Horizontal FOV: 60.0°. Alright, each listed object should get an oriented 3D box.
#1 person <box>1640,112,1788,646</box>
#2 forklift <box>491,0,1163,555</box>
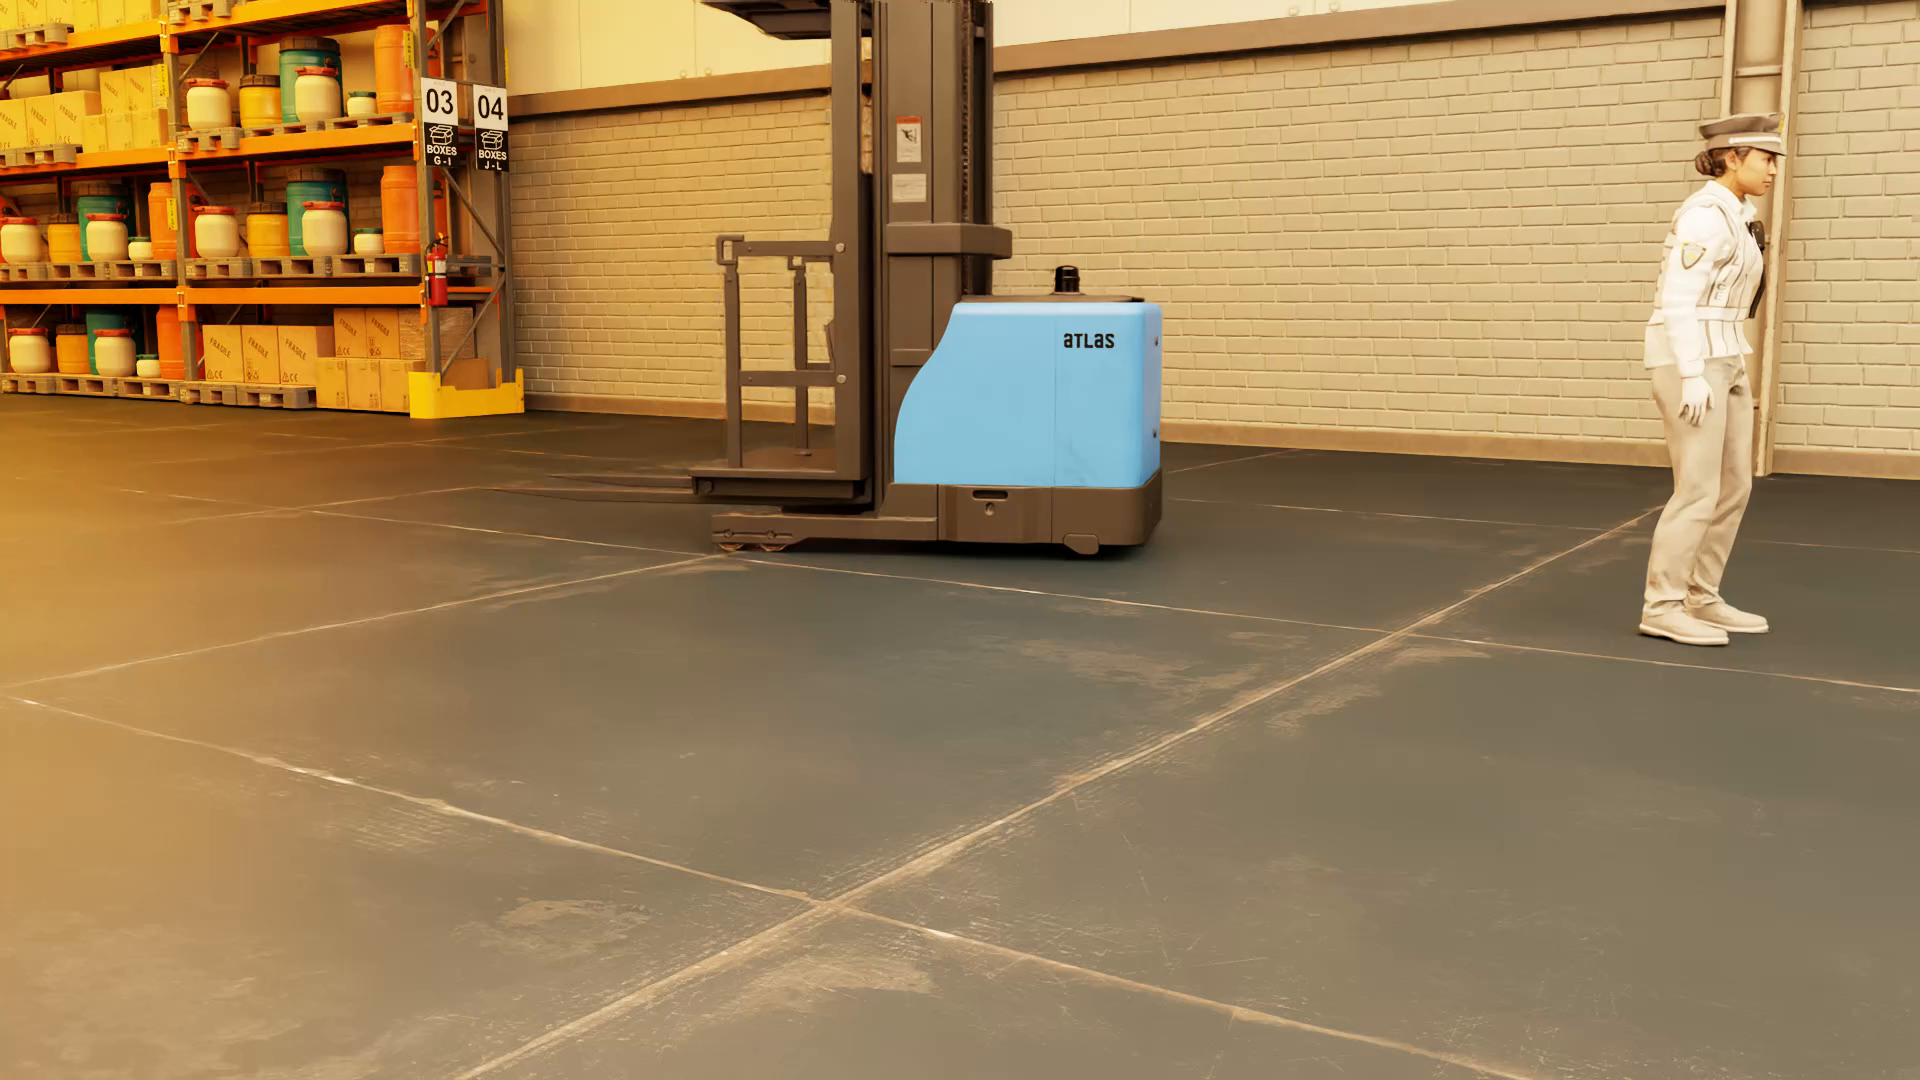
[{"bbox_3d":[2.417,-0.517,5.361,0.373,1.666,0.532,7,11,41],"label":"person"},{"bbox_3d":[-0.620,-1.469,7.525,3.031,2.935,1.130,2,8,12],"label":"forklift"}]
